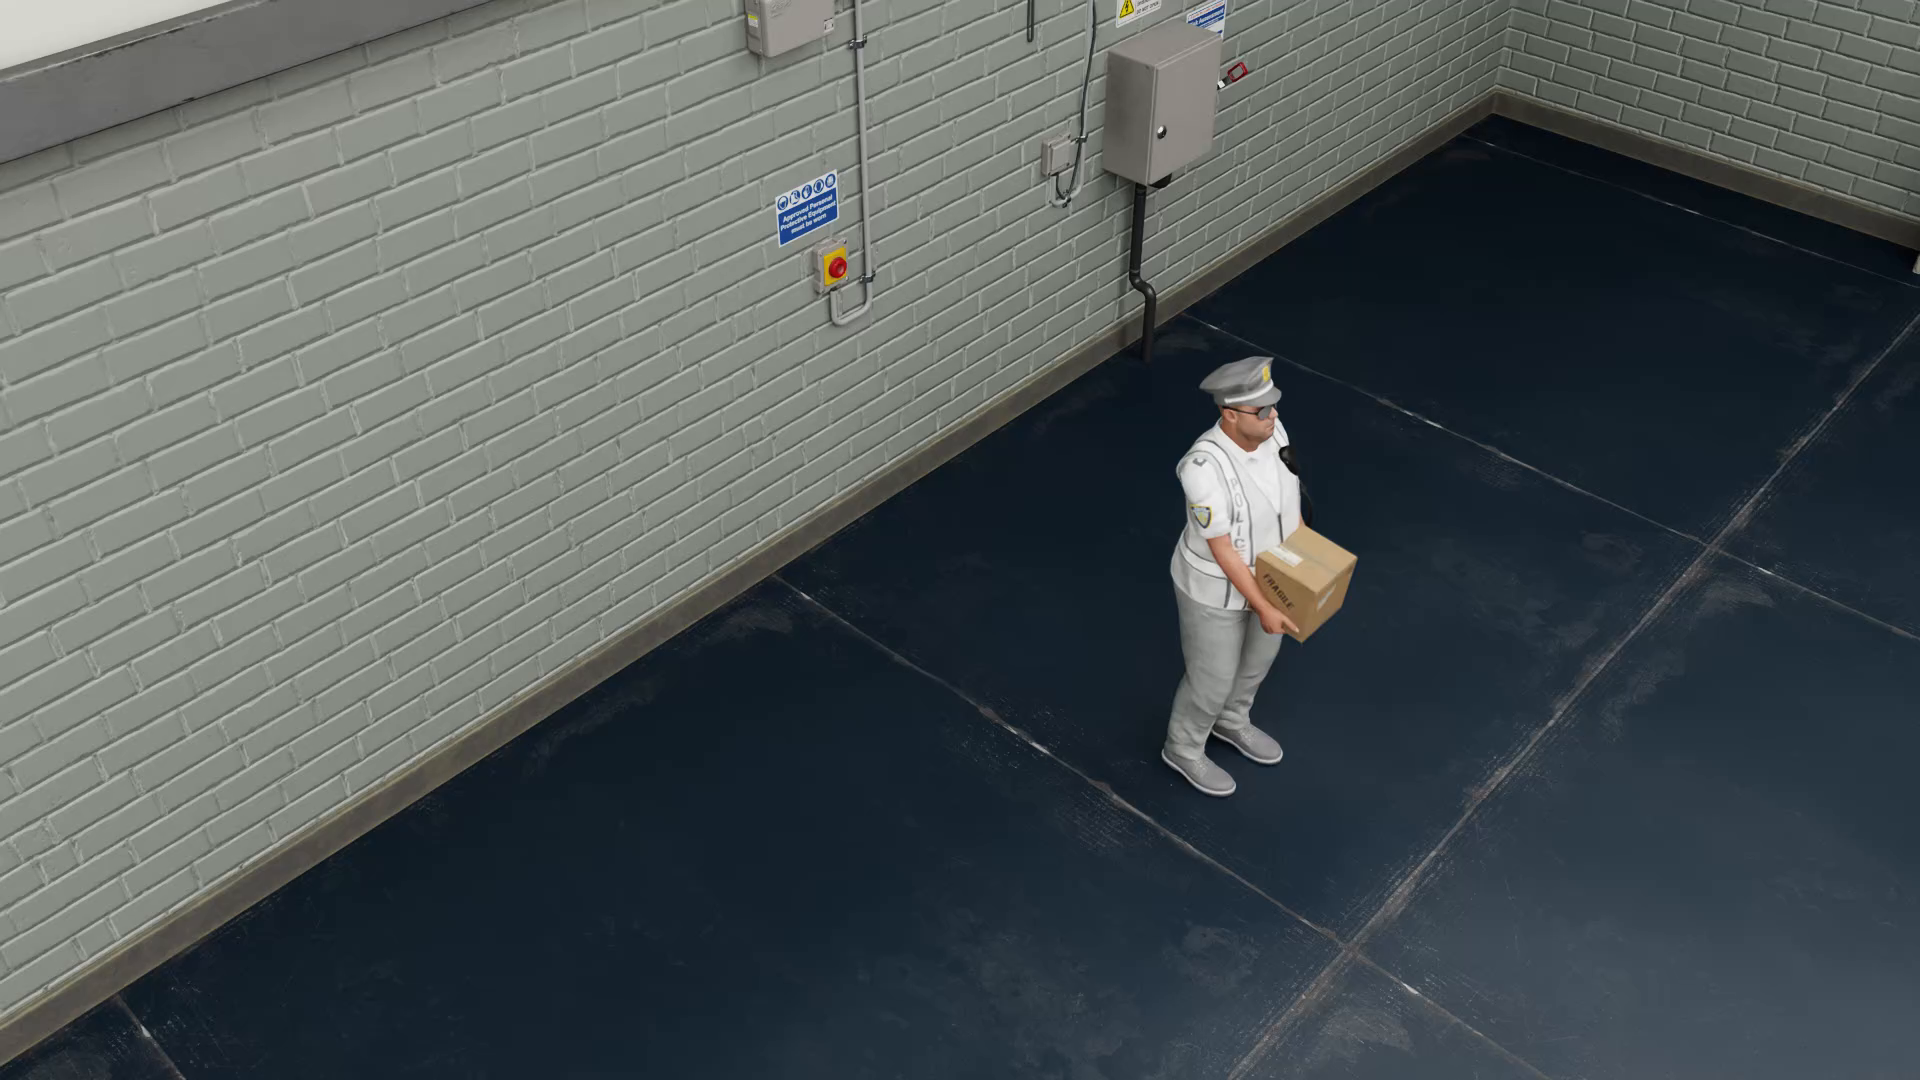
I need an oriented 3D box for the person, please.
[{"bbox_3d":[1.046,0.157,5.940,0.571,1.768,0.494,30,48,32],"label":"person"}]
